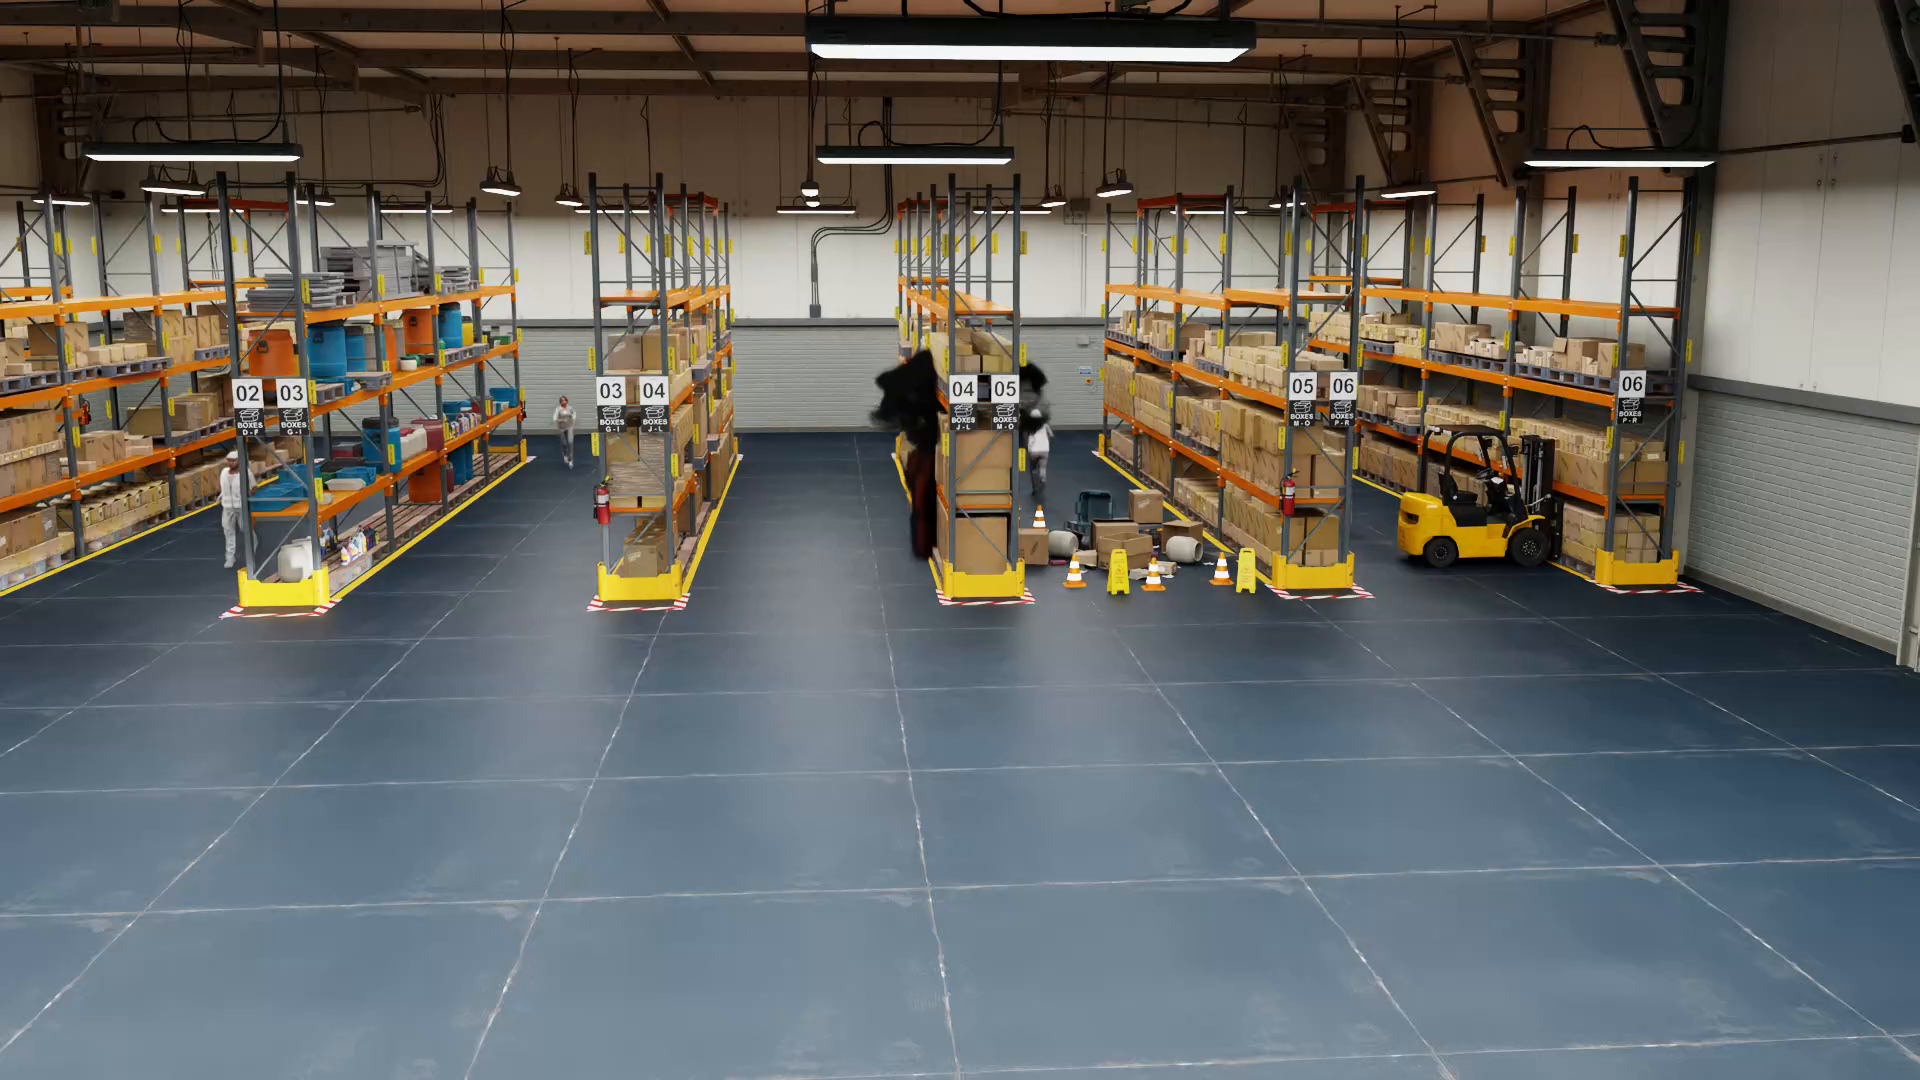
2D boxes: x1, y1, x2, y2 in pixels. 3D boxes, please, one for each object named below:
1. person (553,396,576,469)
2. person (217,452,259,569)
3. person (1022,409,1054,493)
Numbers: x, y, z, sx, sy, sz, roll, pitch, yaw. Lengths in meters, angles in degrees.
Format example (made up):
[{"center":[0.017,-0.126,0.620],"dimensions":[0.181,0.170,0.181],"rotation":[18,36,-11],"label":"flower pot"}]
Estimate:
[{"center":[-9.056,-2.489,38.143],"dimensions":[0.529,1.617,0.815],"rotation":[-3,10,-14],"label":"person"},{"center":[-11.469,-0.513,26.397],"dimensions":[0.682,1.794,0.990],"rotation":[0,10,-2],"label":"person"},{"center":[1.576,-1.749,33.658],"dimensions":[0.660,1.770,1.062],"rotation":[-1,10,-5],"label":"person"}]
